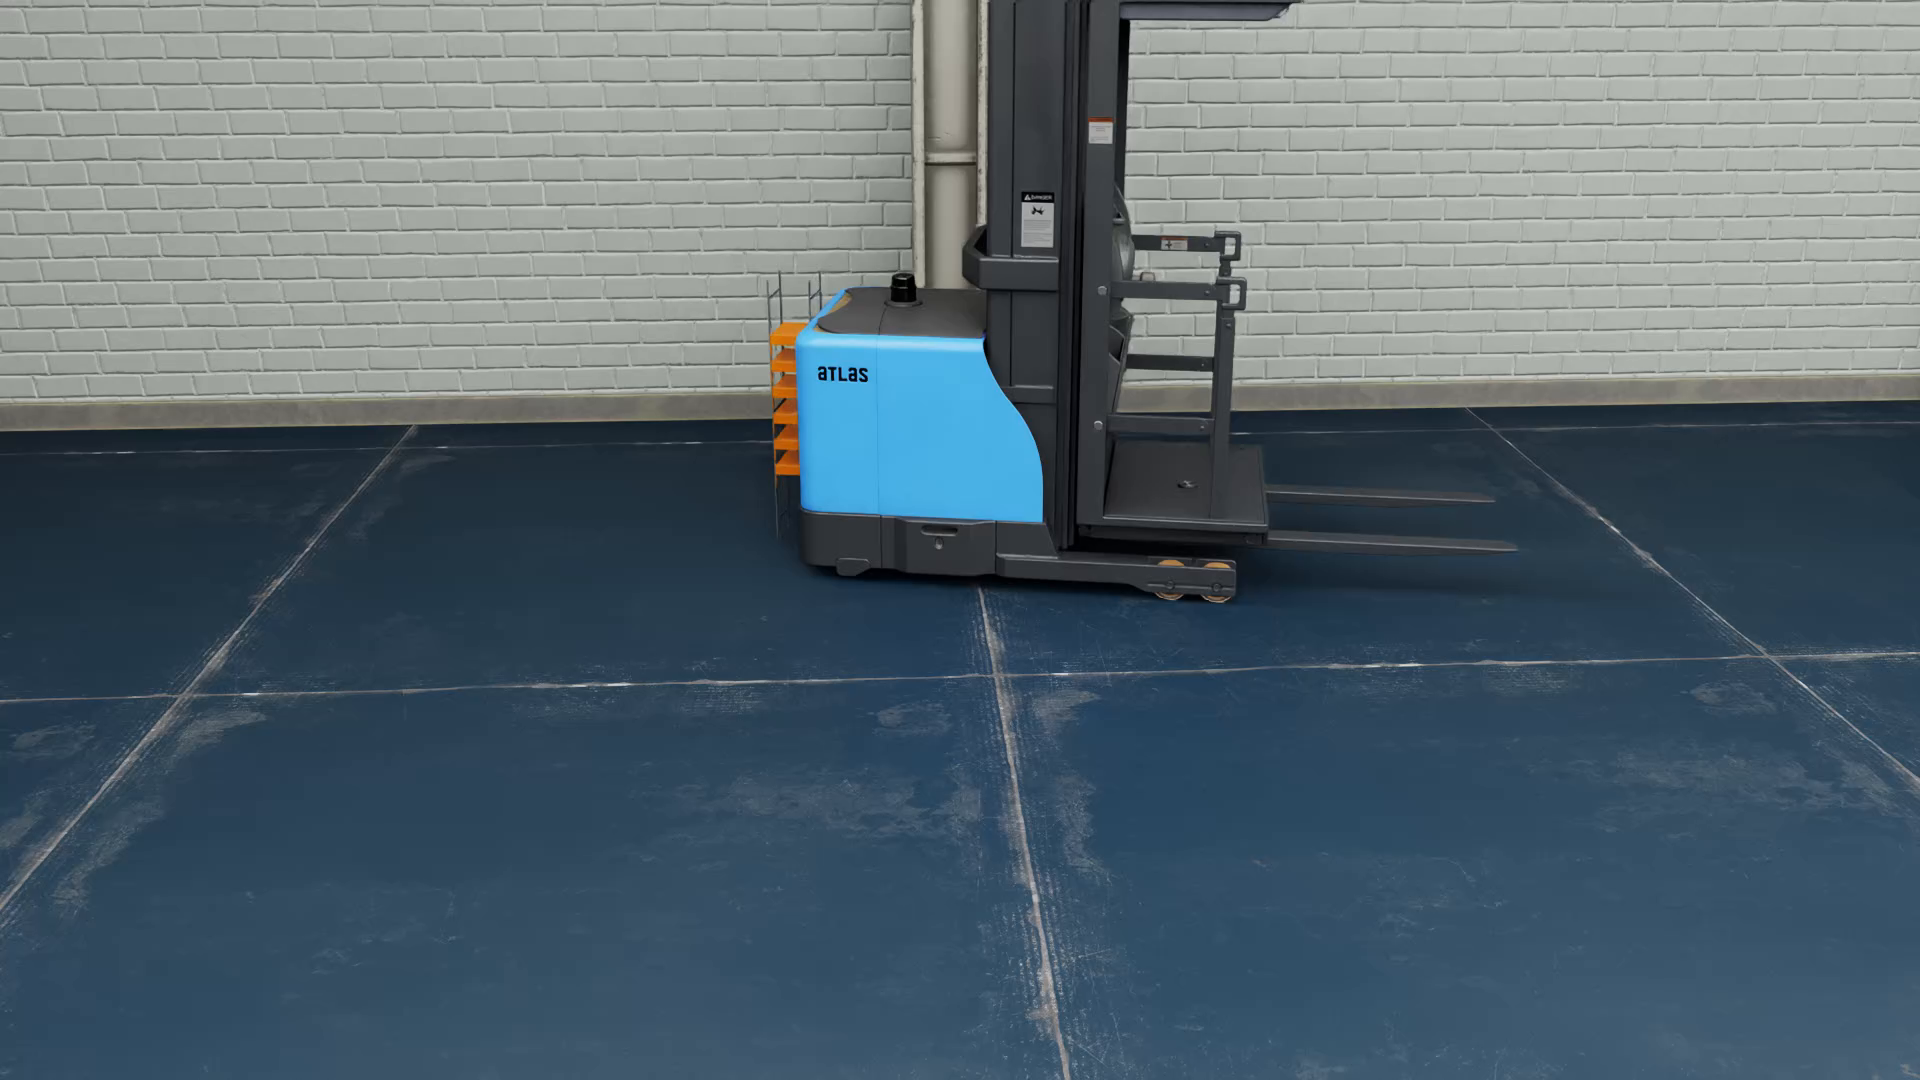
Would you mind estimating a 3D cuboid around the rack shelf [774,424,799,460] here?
[{"bbox_3d":[-0.728,-0.446,7.568,0.180,0.103,0.258,3,21,7],"label":"rack shelf"}]

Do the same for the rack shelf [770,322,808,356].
[{"bbox_3d":[-0.728,-0.895,7.397,0.180,0.103,0.258,3,21,7],"label":"rack shelf"}]

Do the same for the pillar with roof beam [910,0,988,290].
[{"bbox_3d":[0.191,-3.342,3.751,0.400,9.000,9.100,-1,21,-3],"label":"pillar with roof beam"}]

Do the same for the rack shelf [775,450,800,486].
[{"bbox_3d":[-0.728,-0.334,7.611,0.180,0.103,0.258,3,21,7],"label":"rack shelf"}]

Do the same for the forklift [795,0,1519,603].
[{"bbox_3d":[0.862,-1.310,6.942,3.031,2.935,1.130,3,21,7],"label":"forklift"}]

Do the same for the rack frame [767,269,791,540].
[{"bbox_3d":[-0.818,-0.604,7.521,0.006,1.200,0.240,3,21,7],"label":"rack frame"}]

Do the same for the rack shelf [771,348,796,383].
[{"bbox_3d":[-0.728,-0.782,7.440,0.180,0.103,0.258,3,21,7],"label":"rack shelf"}]

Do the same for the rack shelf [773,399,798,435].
[{"bbox_3d":[-0.728,-0.558,7.525,0.180,0.103,0.258,3,21,7],"label":"rack shelf"}]

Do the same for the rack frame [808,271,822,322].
[{"bbox_3d":[-0.637,-0.595,7.498,0.006,1.200,0.240,3,21,7],"label":"rack frame"}]

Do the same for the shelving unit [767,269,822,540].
[{"bbox_3d":[-0.728,-0.600,7.510,0.189,1.200,0.258,3,21,7],"label":"shelving unit"}]

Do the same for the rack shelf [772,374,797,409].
[{"bbox_3d":[-0.728,-0.670,7.483,0.180,0.103,0.258,3,21,7],"label":"rack shelf"}]
